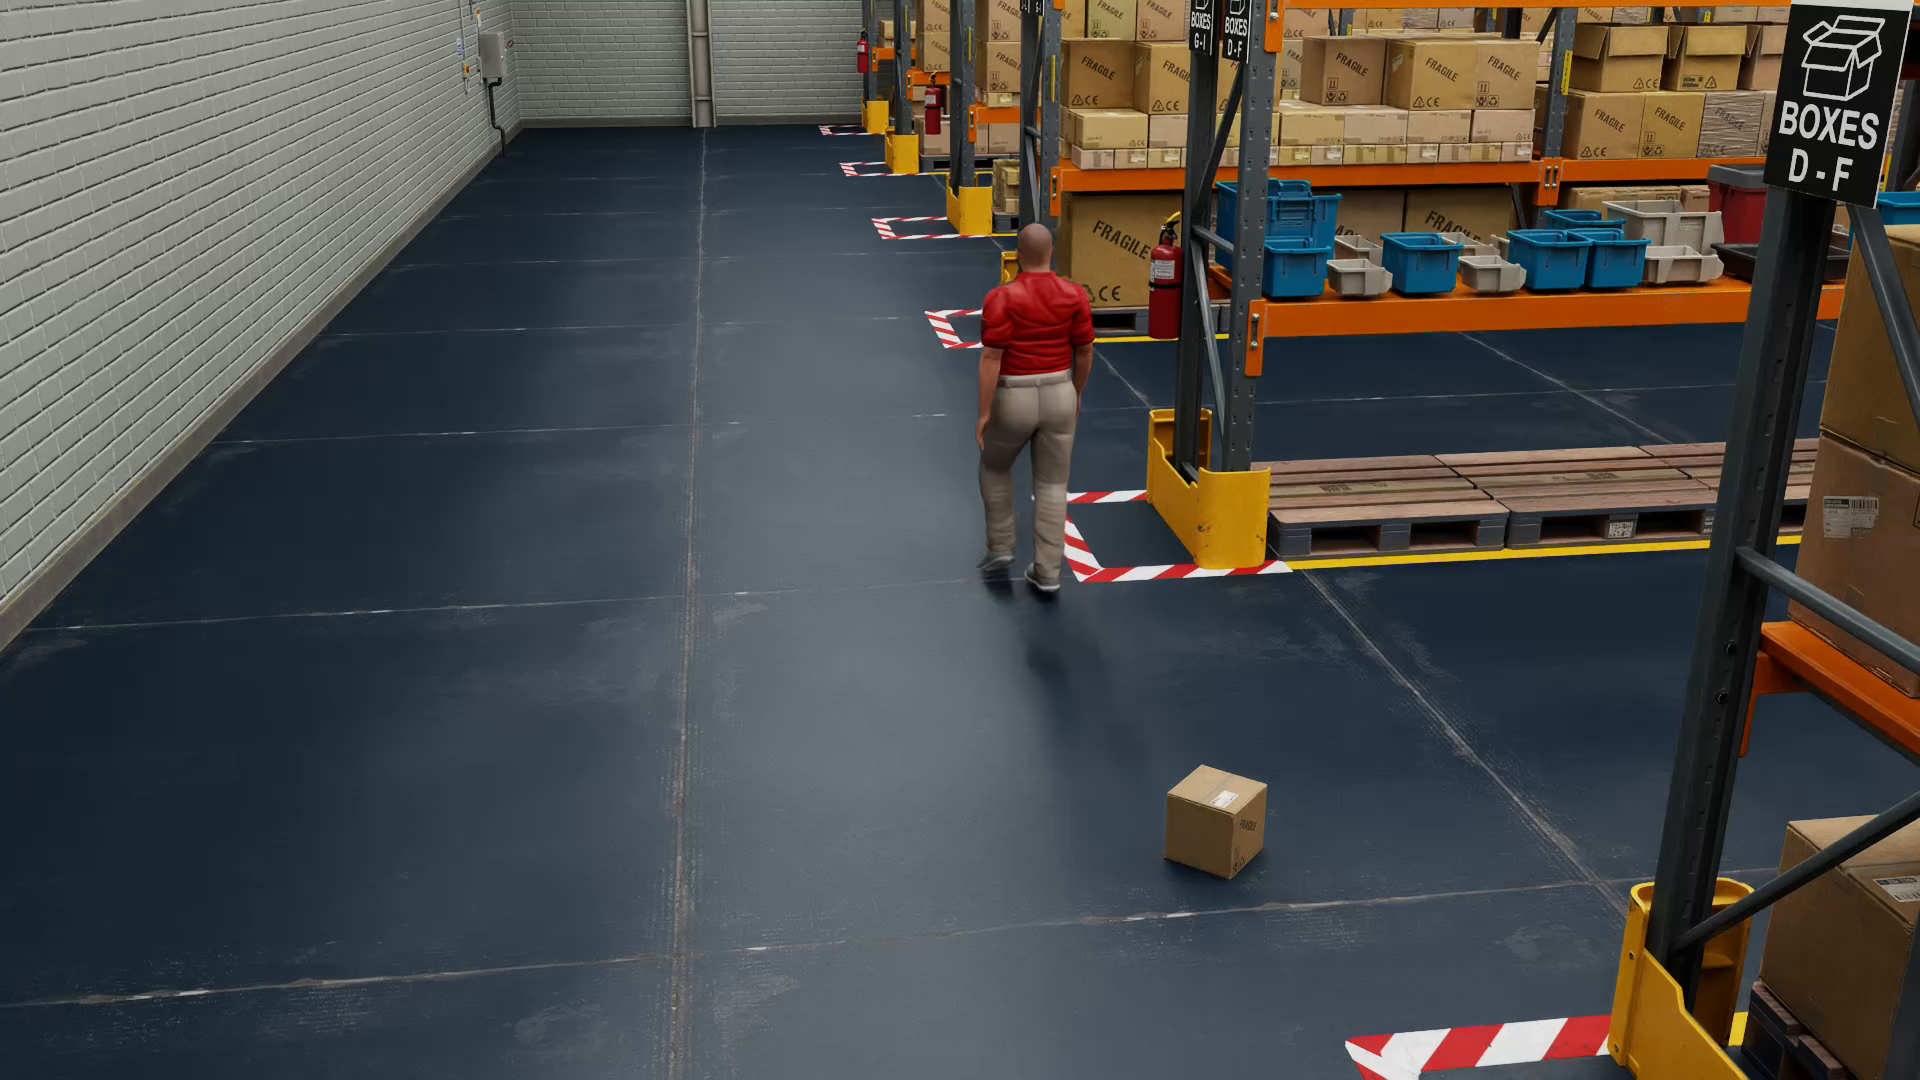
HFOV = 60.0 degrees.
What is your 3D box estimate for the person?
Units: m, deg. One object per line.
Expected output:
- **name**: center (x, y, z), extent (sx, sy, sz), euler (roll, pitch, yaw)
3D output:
- **person**: center (0.330, -0.624, 7.750), extent (0.427, 1.542, 0.533), euler (-4, 20, -10)
